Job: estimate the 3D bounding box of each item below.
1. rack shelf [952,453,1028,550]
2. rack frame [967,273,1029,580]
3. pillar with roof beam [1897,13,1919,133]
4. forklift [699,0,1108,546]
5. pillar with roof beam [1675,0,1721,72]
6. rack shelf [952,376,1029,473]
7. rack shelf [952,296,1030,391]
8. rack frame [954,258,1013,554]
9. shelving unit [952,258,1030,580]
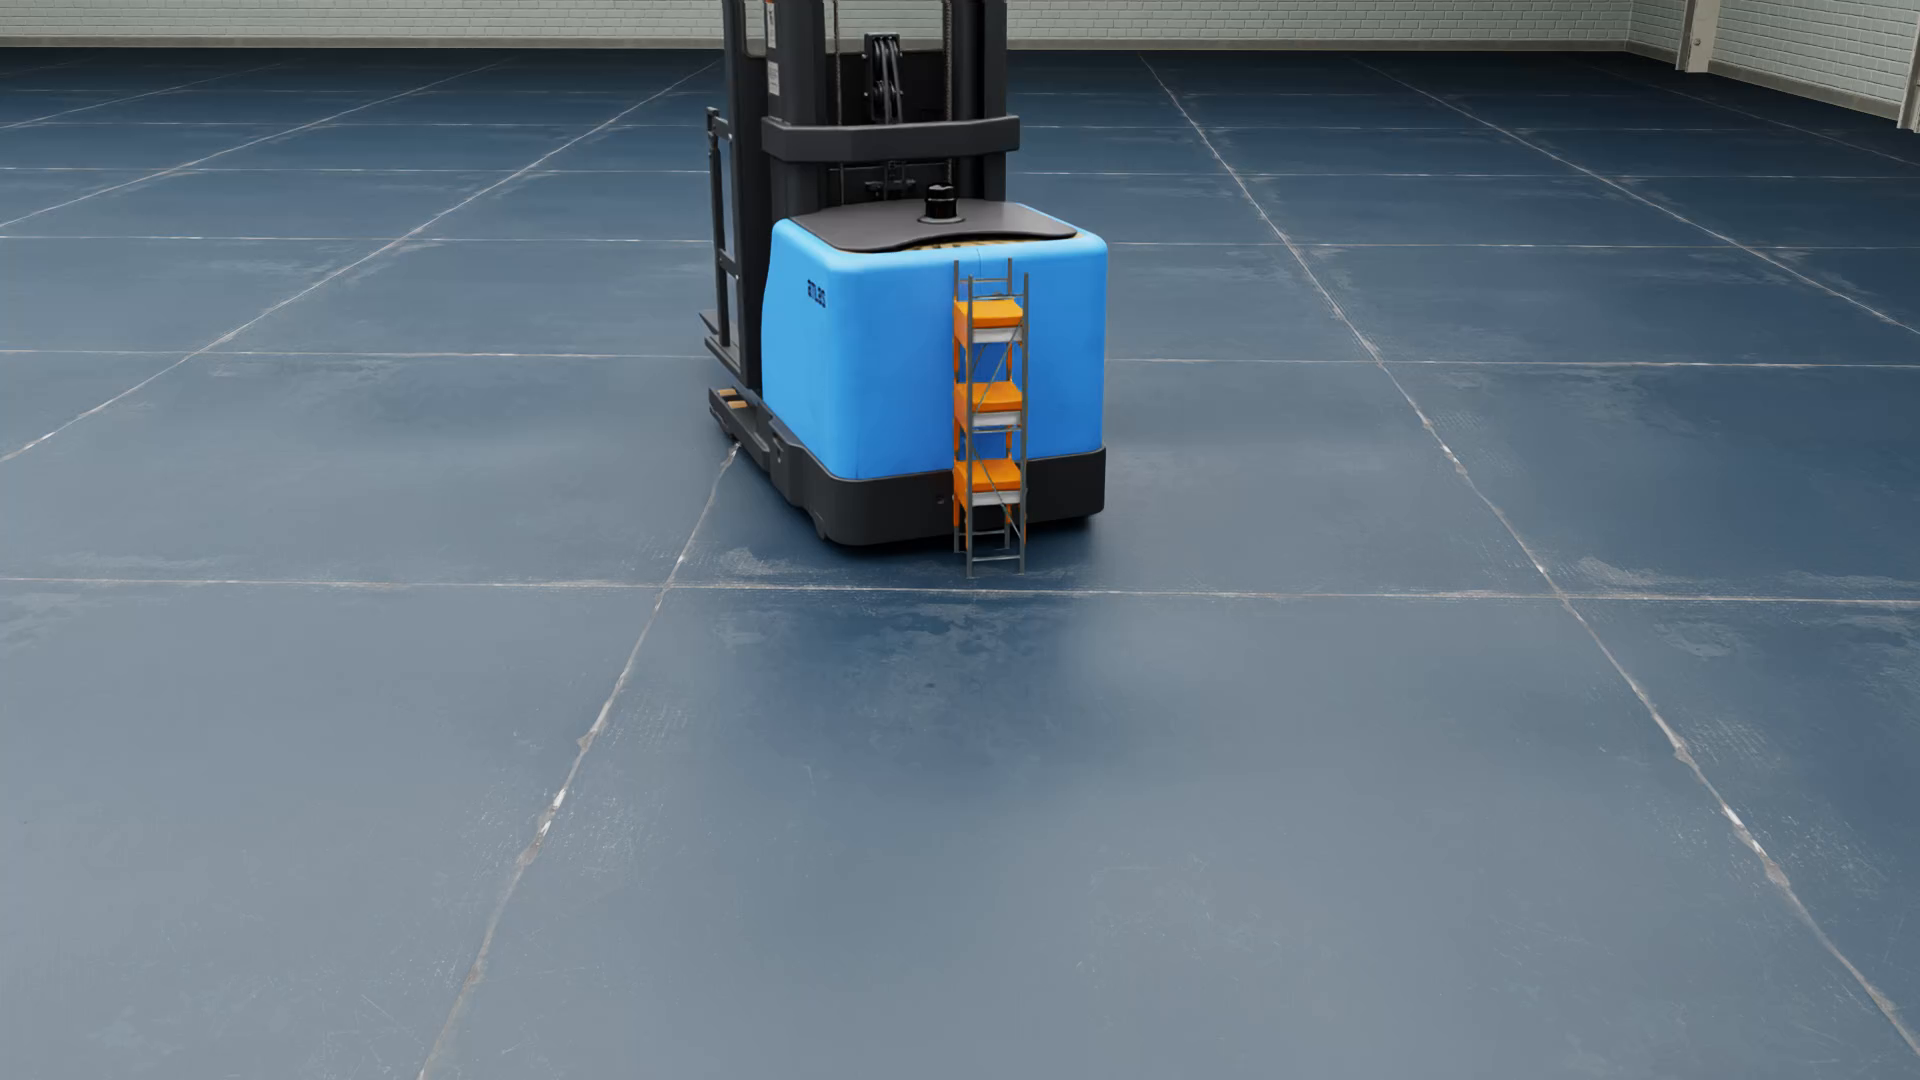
[{"bbox_3d":[0.100,-0.135,5.723,0.215,0.259,0.240,-4,22,-10],"label":"rack shelf"},{"bbox_3d":[0.123,-0.361,5.507,0.200,1.050,0.008,-4,22,-10],"label":"rack frame"},{"bbox_3d":[5.251,-8.311,15.009,9.100,9.000,0.400,1,21,2],"label":"pillar with roof beam"},{"bbox_3d":[-0.462,-1.847,6.737,1.130,2.935,3.031,-8,23,-19],"label":"forklift"},{"bbox_3d":[5.433,-10.481,20.600,9.100,9.000,0.400,1,21,2],"label":"pillar with roof beam"},{"bbox_3d":[0.100,-0.394,5.623,0.215,0.259,0.240,-4,22,-10],"label":"rack shelf"},{"bbox_3d":[0.100,-0.659,5.520,0.215,0.259,0.240,-4,22,-10],"label":"rack shelf"},{"bbox_3d":[0.077,-0.447,5.730,0.200,1.050,0.008,-4,22,-10],"label":"rack frame"},{"bbox_3d":[0.100,-0.404,5.619,0.215,1.050,0.252,-4,22,-10],"label":"shelving unit"}]
